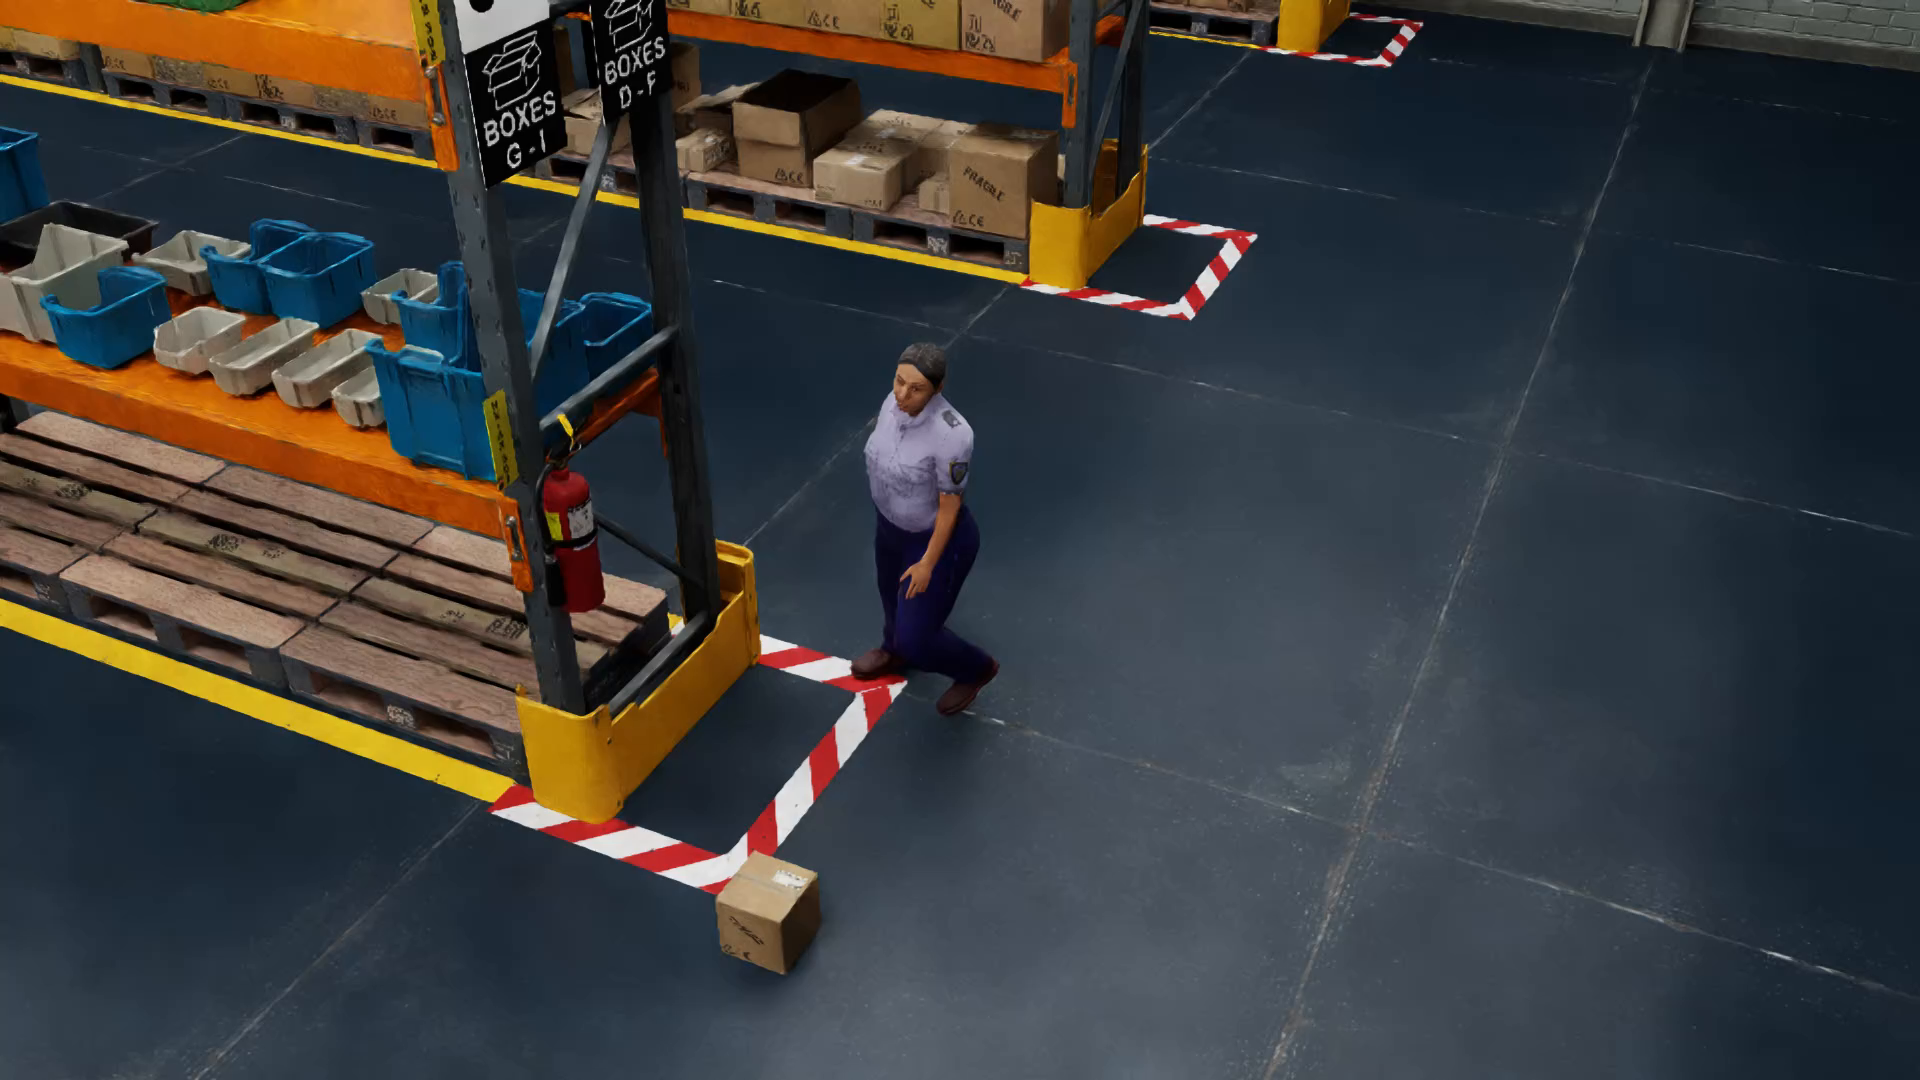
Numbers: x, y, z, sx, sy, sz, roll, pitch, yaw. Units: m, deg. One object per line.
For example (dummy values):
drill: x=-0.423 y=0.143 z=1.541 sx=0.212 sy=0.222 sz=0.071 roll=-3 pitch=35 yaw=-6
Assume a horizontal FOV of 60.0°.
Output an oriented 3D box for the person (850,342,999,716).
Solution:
person: x=-0.202 y=-0.037 z=6.215 sx=0.454 sy=1.623 sz=0.625 roll=-24 pitch=41 yaw=-31
